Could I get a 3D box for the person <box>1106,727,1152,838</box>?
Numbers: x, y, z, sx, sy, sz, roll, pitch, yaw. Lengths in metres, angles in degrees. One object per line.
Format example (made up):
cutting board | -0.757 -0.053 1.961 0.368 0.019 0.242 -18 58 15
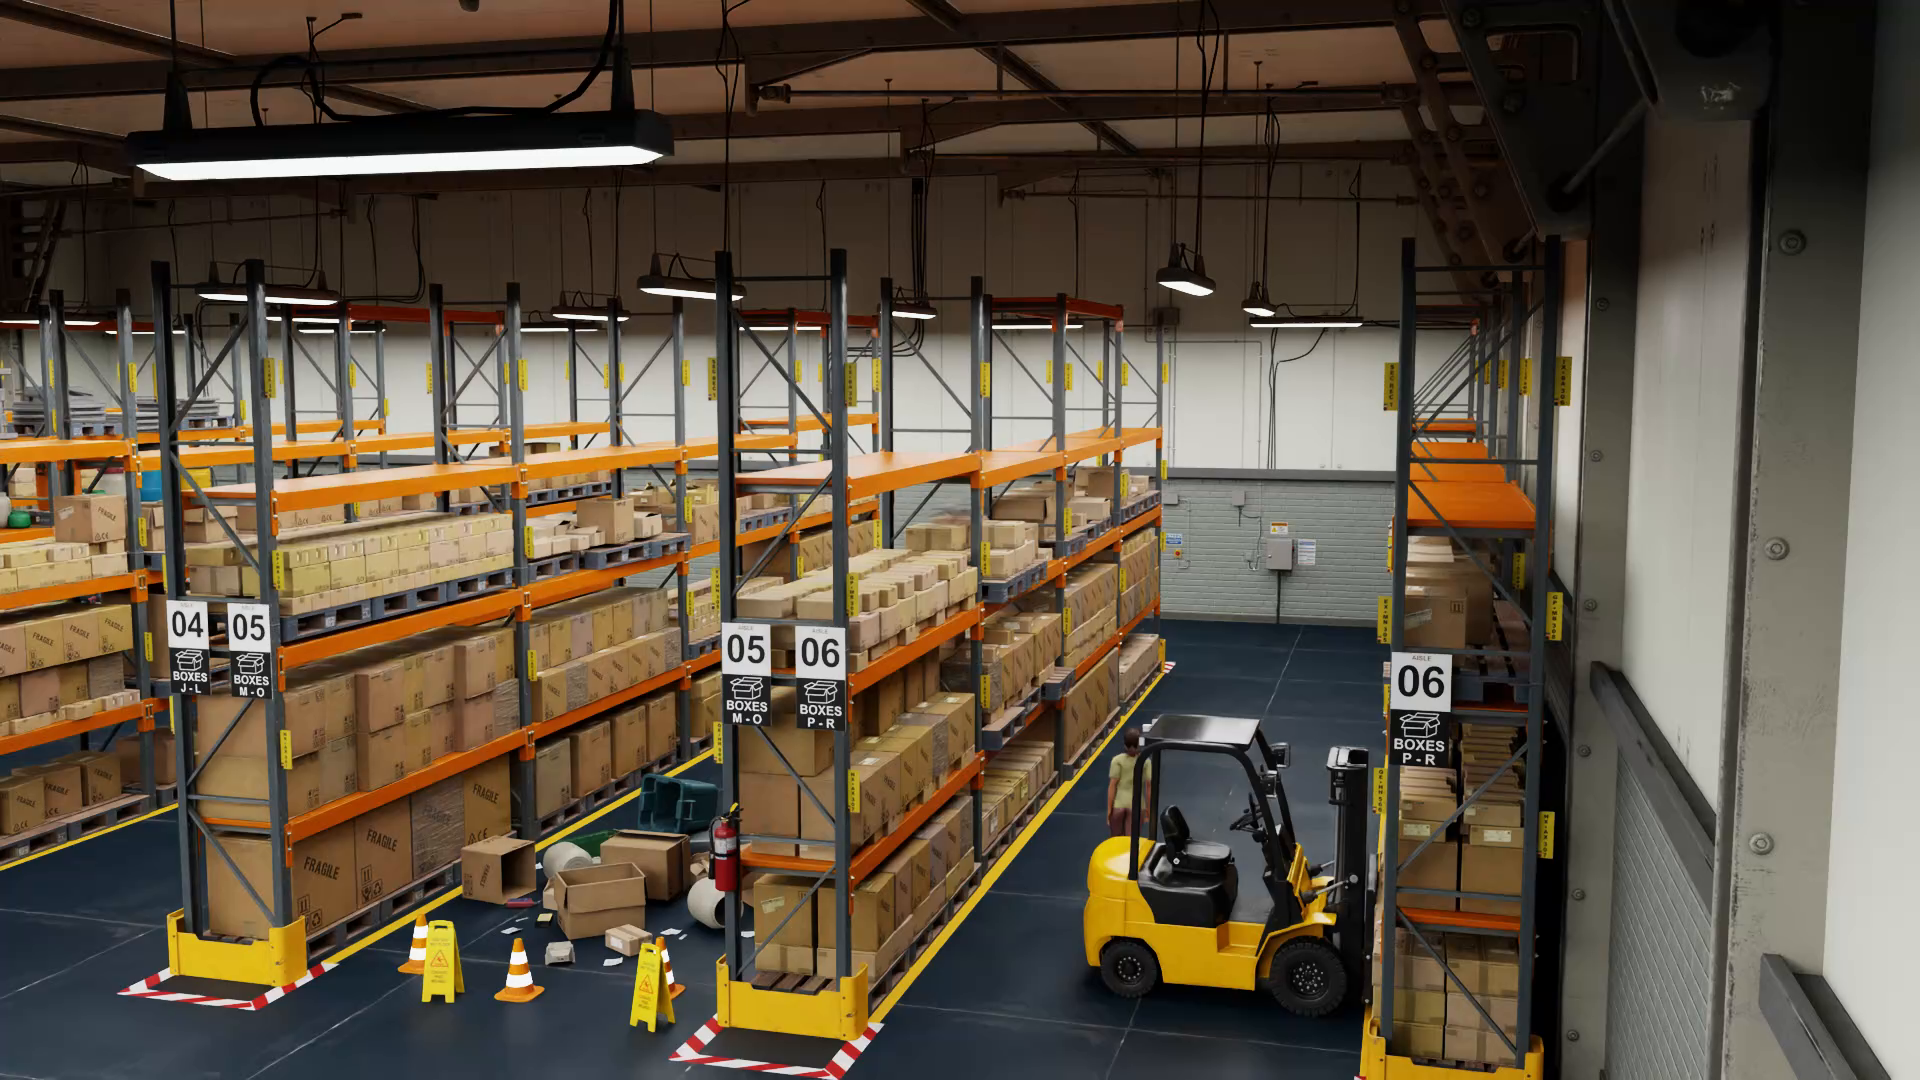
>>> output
person | 1.647 2.663 16.125 0.459 1.715 0.595 1 6 10
